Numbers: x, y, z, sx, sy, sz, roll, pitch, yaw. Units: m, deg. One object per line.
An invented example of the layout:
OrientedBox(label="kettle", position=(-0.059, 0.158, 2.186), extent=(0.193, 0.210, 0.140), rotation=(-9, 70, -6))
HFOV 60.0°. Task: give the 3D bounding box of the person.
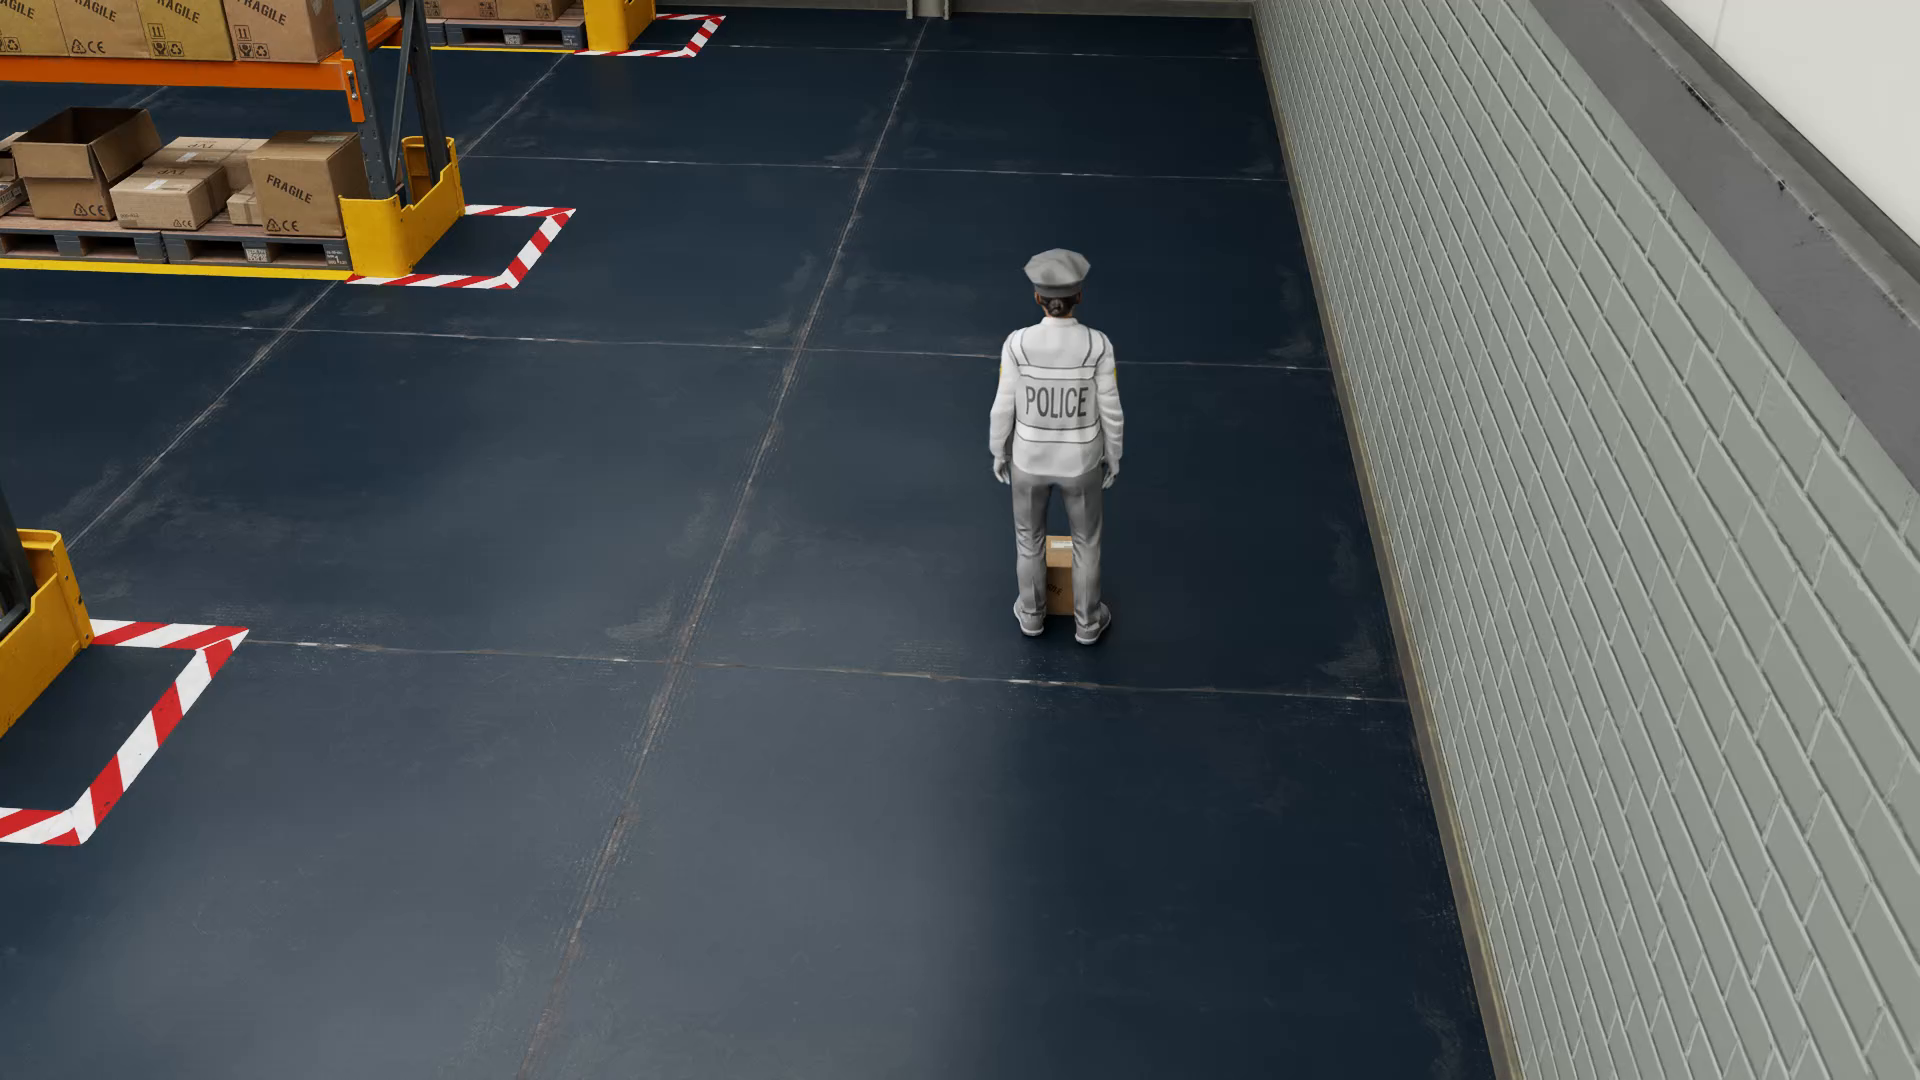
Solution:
OrientedBox(label="person", position=(0.384, -0.327, 6.654), extent=(0.528, 1.663, 0.403), rotation=(3, 32, 4))
